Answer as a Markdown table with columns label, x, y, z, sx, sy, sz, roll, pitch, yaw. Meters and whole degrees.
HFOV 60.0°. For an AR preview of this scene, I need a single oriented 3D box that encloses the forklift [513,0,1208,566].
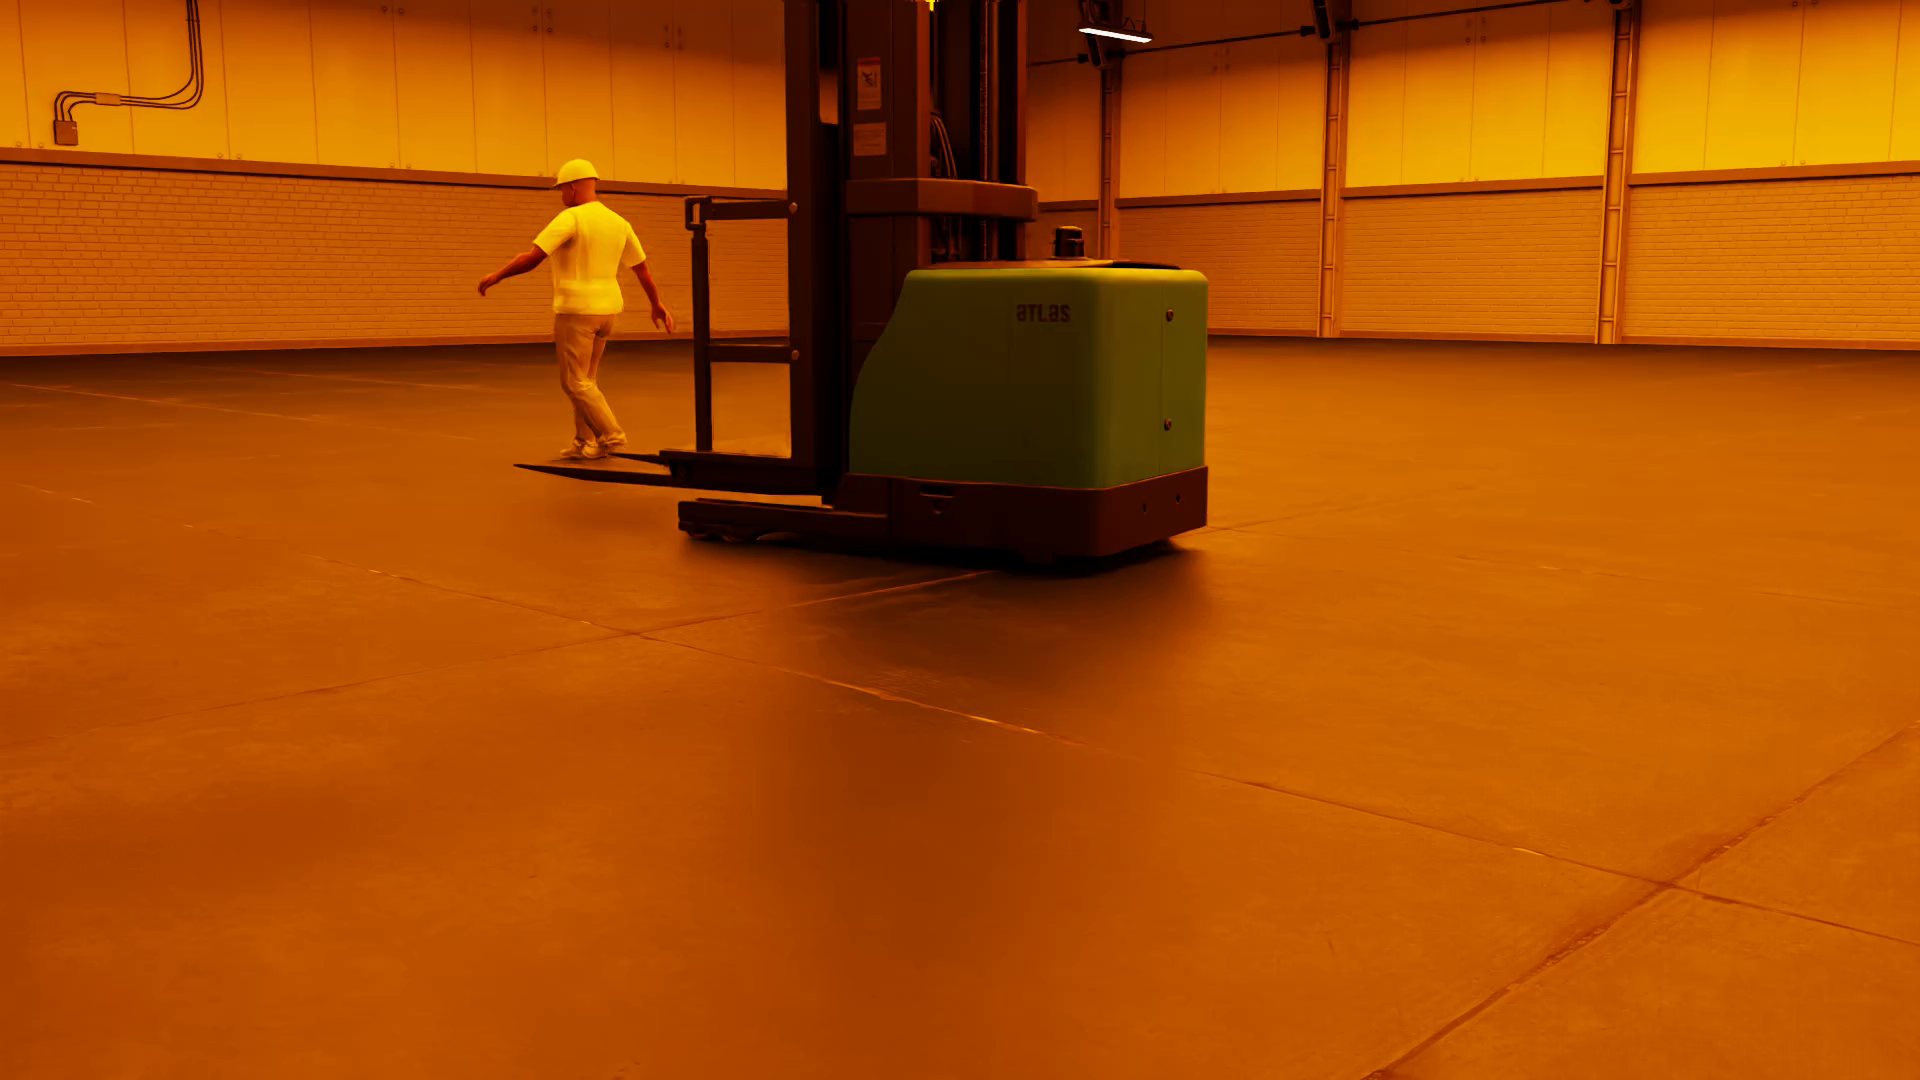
| label | x | y | z | sx | sy | sz | roll | pitch | yaw |
| --- | --- | --- | --- | --- | --- | --- | --- | --- | --- |
| forklift | -0.546 | -1.495 | 6.802 | 3.031 | 2.935 | 1.130 | 5 | 10 | 31 |

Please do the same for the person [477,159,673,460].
| label | x | y | z | sx | sy | sz | roll | pitch | yaw |
| --- | --- | --- | --- | --- | --- | --- | --- | --- | --- |
| person | -2.183 | -1.322 | 9.670 | 0.760 | 1.745 | 1.009 | 5 | 10 | 30 |
